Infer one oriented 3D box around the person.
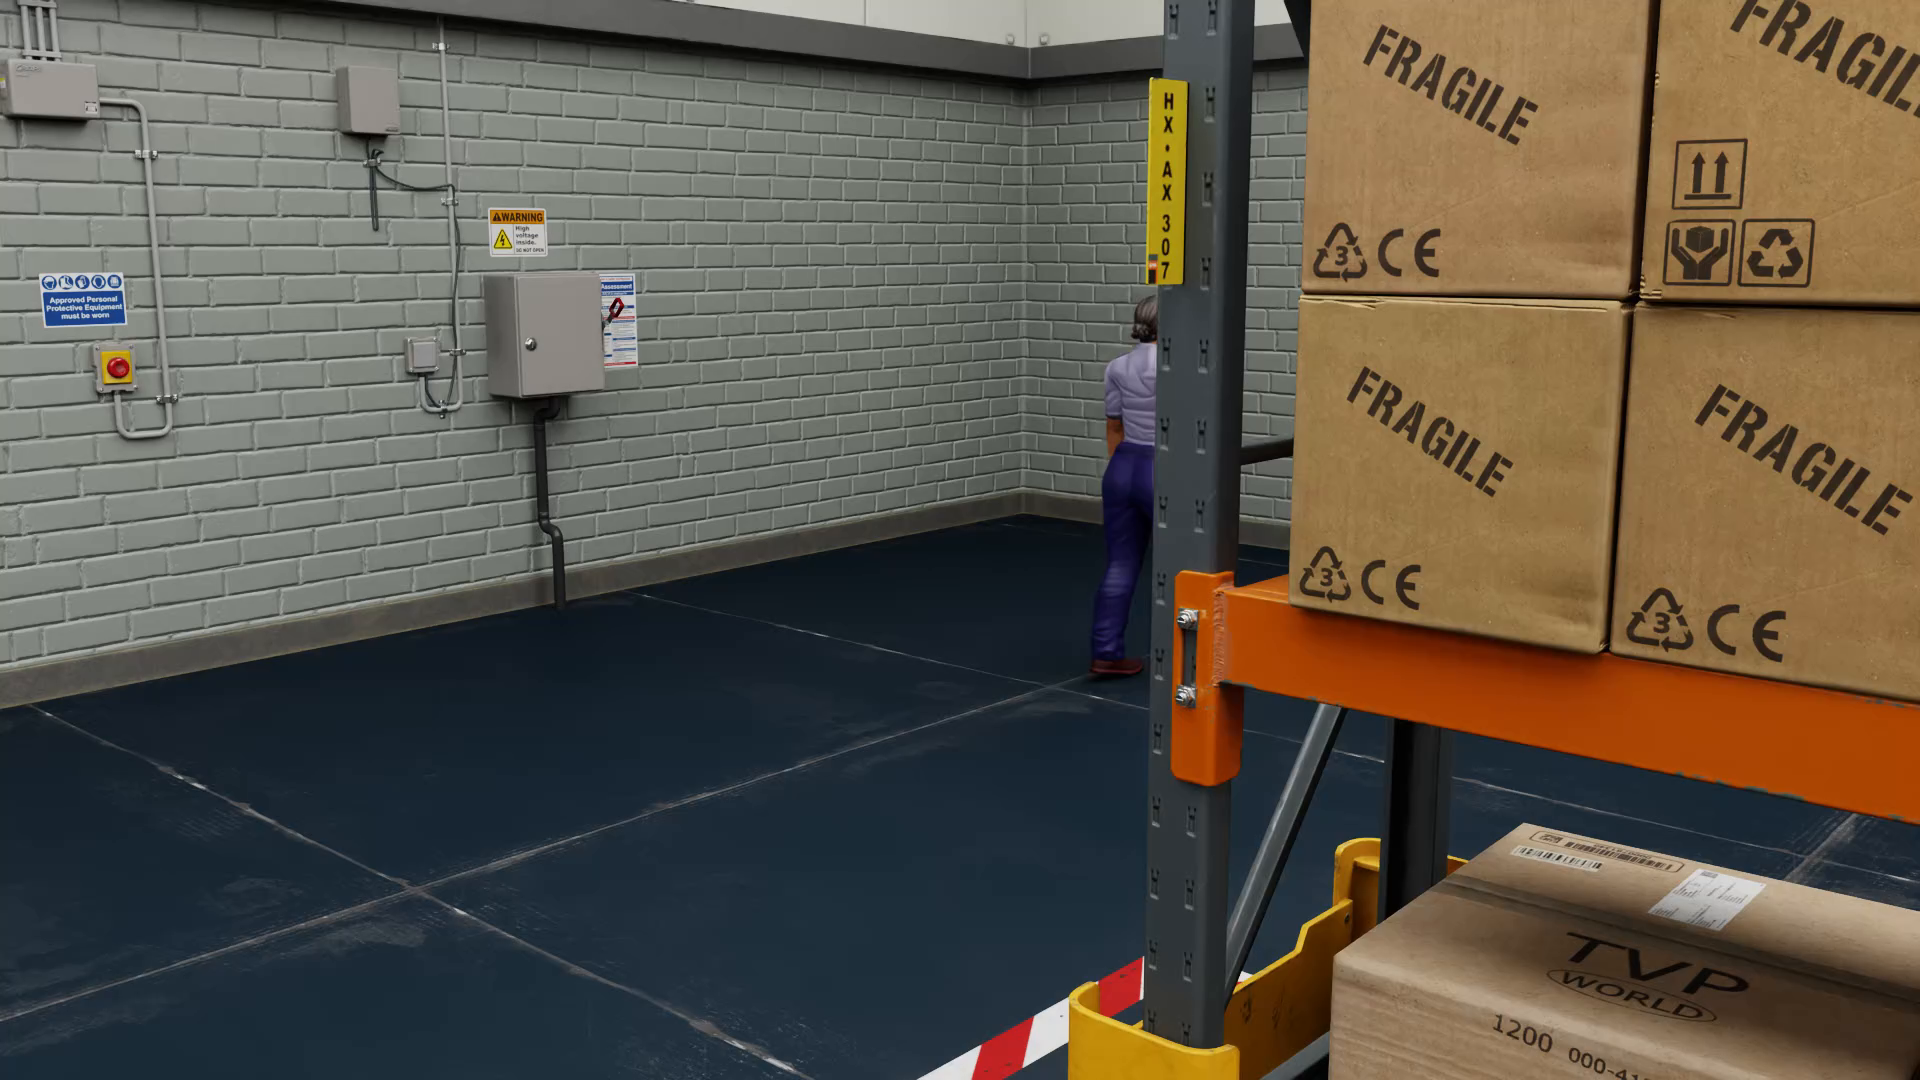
[{"bbox_3d":[0.875,-0.230,7.173,0.655,1.644,0.483,-10,14,-44],"label":"person"}]
